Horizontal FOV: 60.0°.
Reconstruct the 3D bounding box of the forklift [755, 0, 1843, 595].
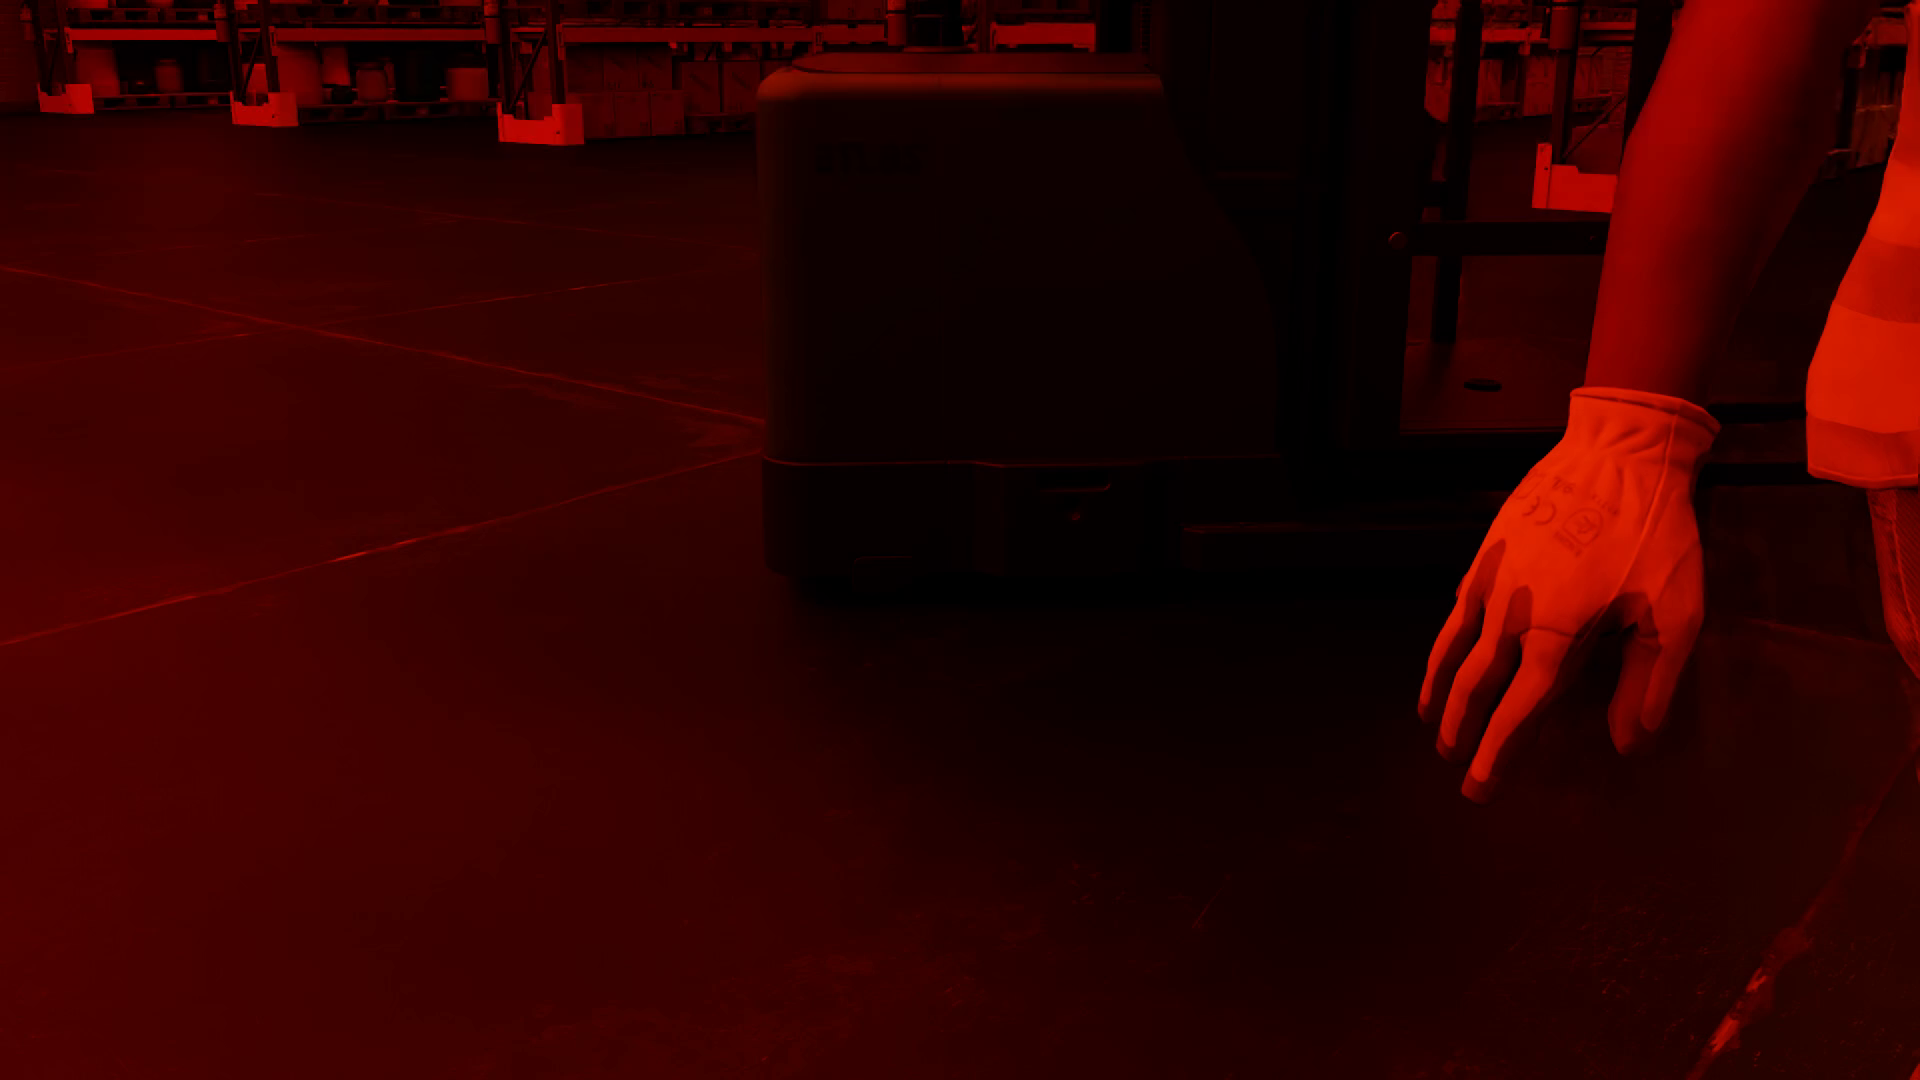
[{"bbox_3d":[1.065,-1.440,3.640,3.031,2.935,1.130,-1,17,-4],"label":"forklift"}]
